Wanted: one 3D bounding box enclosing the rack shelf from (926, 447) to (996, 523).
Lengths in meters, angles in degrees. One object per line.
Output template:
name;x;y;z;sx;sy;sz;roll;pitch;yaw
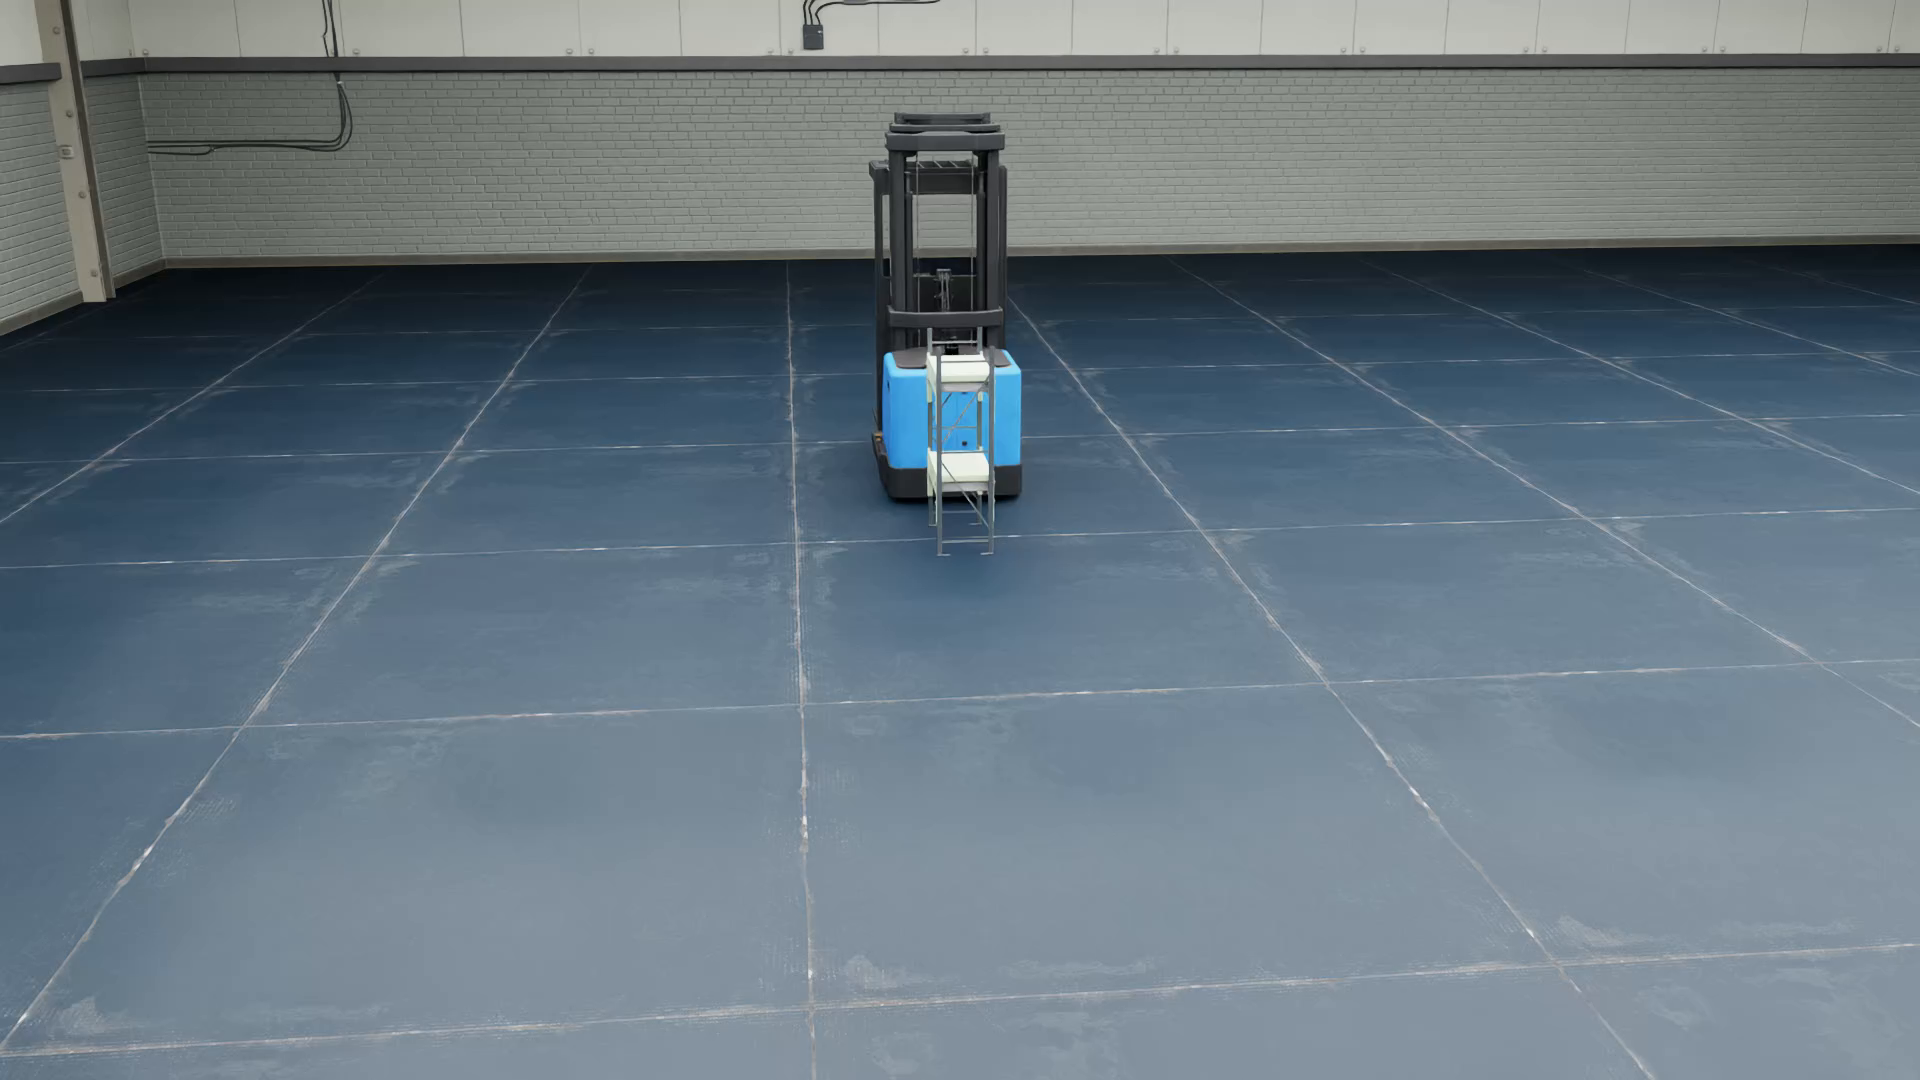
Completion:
rack shelf;-0.001;-0.407;12.056;0.431;0.370;0.720;-2;18;-6

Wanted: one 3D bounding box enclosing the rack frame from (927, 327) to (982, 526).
rack frame;-0.038;-0.827;12.306;0.400;1.500;0.023;-2;18;-6

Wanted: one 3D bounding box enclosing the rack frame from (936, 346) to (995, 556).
rack frame;0.037;-0.609;11.611;0.400;1.500;0.023;-2;18;-6

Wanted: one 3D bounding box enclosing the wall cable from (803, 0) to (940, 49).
wall cable;-1.239;-10.389;24.567;2.305;6.003;0.169;-2;18;-6

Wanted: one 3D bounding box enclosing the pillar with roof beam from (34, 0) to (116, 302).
pillar with roof beam;-7.413;-7.692;21.655;9.100;9.000;0.400;-2;18;-6

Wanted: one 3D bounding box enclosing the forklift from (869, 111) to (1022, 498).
forklift;-0.186;-2.119;14.034;1.130;2.935;3.031;-2;18;-6

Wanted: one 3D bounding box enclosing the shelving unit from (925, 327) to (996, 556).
shelving unit;-0.001;-0.718;11.959;0.431;1.500;0.755;-2;18;-6

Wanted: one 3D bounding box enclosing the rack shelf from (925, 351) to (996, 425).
rack shelf;-0.001;-1.090;11.842;0.431;0.370;0.720;-2;18;-6

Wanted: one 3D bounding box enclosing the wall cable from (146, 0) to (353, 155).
wall cable;-10.684;-6.996;24.623;3.097;2.526;0.112;-2;18;-6
